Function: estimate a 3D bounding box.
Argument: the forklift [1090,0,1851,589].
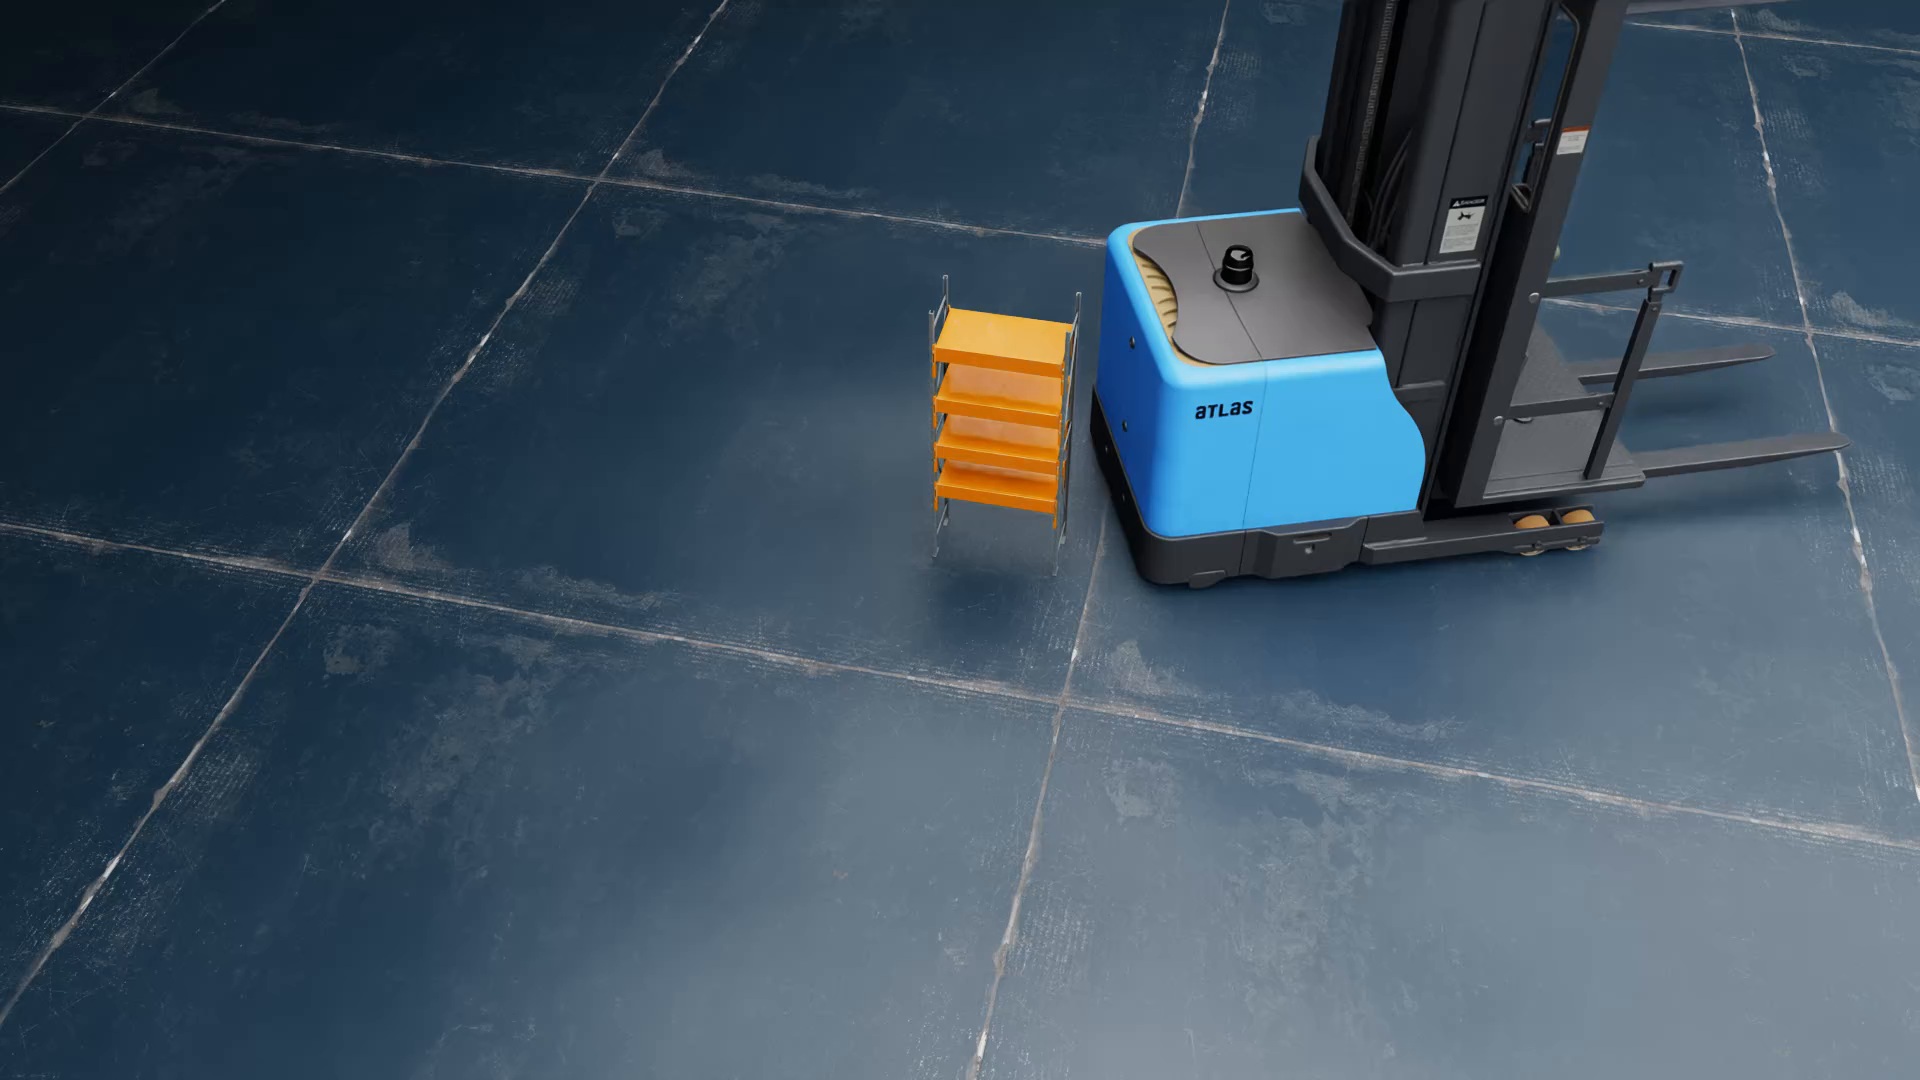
[{"bbox_3d":[2.122,-1.350,6.039,3.031,2.935,1.130,-7,44,-7],"label":"forklift"}]

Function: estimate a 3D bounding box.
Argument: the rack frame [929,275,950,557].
[{"bbox_3d":[-0.077,-0.444,6.346,0.015,1.200,0.240,9,45,9],"label":"rack frame"}]

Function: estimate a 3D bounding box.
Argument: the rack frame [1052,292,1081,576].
[{"bbox_3d":[0.400,-0.370,6.269,0.015,1.200,0.240,9,45,9],"label":"rack frame"}]

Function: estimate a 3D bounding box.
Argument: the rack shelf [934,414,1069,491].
[{"bbox_3d":[0.162,-0.359,6.355,0.480,0.148,0.258,9,45,9],"label":"rack shelf"}]

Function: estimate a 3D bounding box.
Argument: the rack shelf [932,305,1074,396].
[{"bbox_3d":[0.162,-0.690,6.035,0.480,0.148,0.258,9,45,9],"label":"rack shelf"}]

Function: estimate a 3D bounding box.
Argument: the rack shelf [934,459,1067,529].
[{"bbox_3d":[0.162,-0.216,6.492,0.480,0.148,0.258,9,45,9],"label":"rack shelf"}]

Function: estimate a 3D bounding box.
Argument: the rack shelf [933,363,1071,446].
[{"bbox_3d":[0.162,-0.520,6.199,0.480,0.148,0.258,9,45,9],"label":"rack shelf"}]

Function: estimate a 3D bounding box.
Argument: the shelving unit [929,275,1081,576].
[{"bbox_3d":[0.162,-0.407,6.308,0.503,1.200,0.258,9,45,9],"label":"shelving unit"}]
